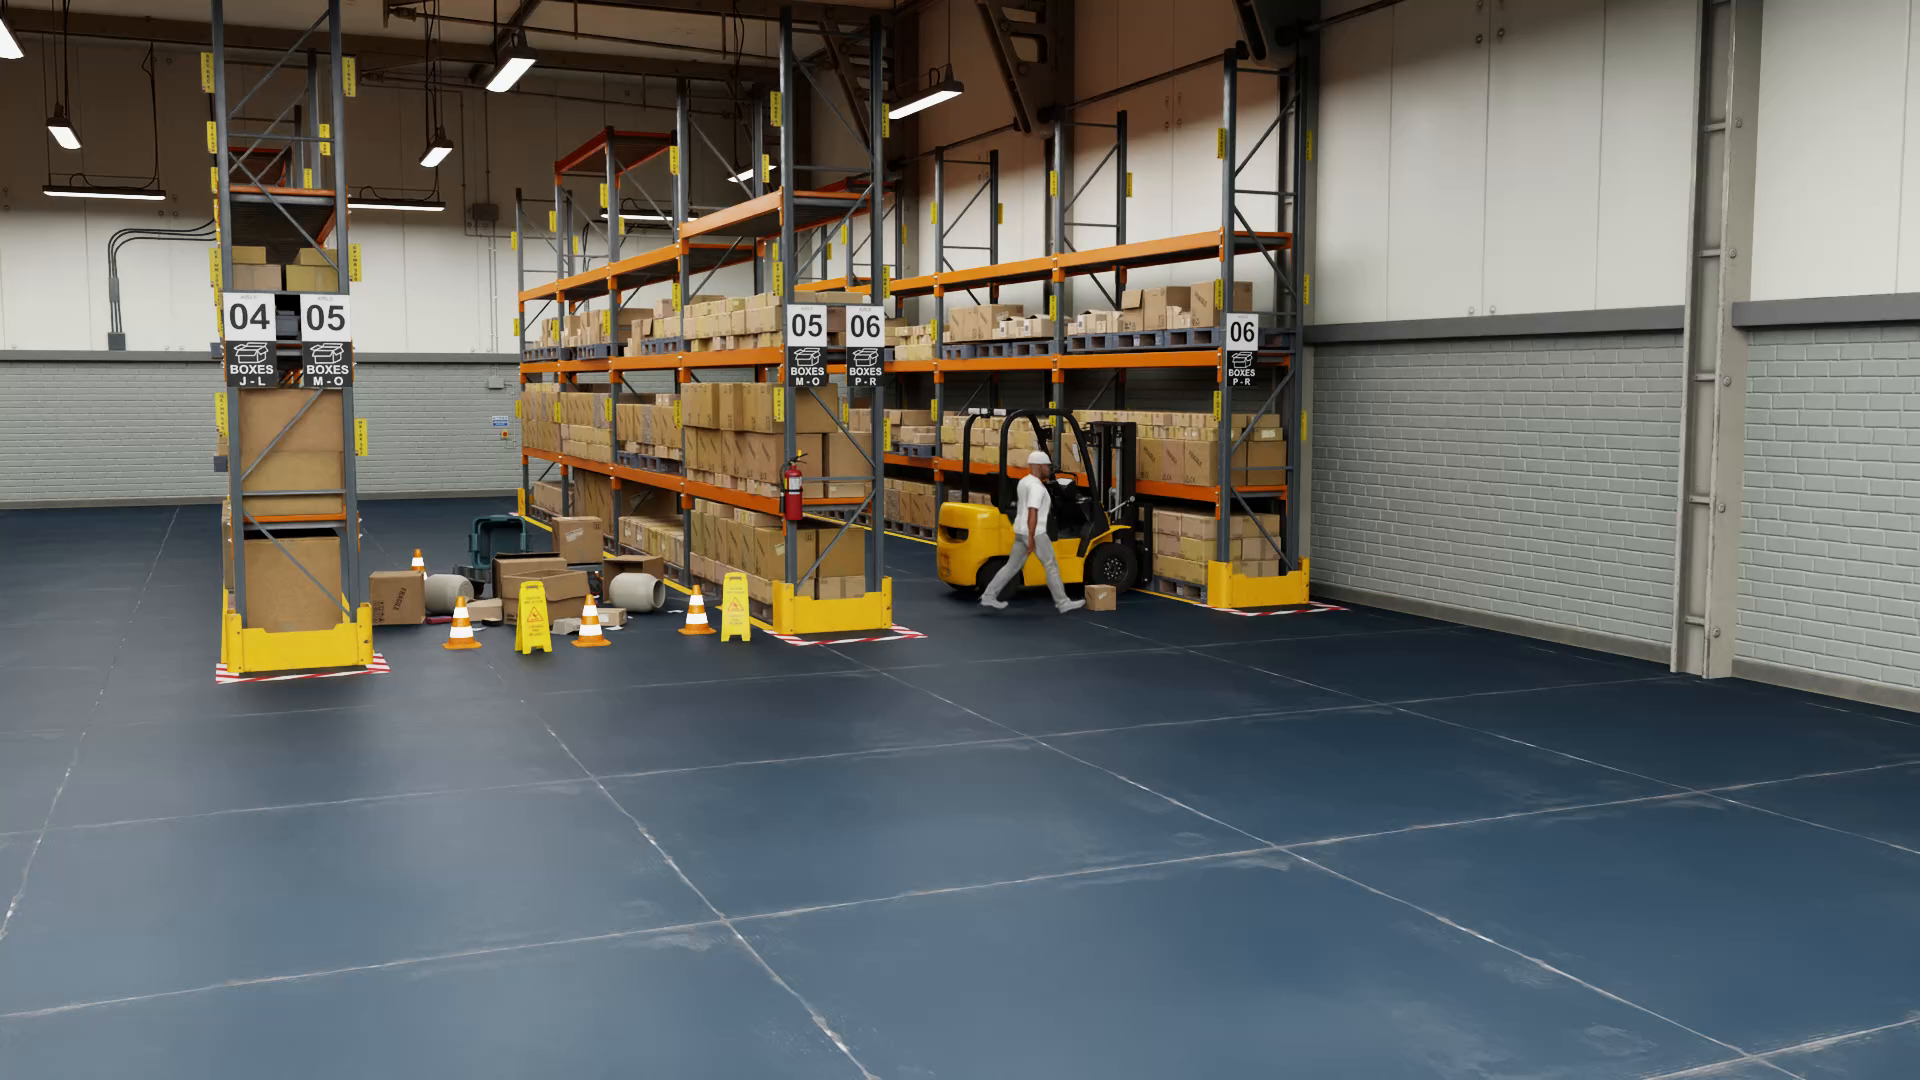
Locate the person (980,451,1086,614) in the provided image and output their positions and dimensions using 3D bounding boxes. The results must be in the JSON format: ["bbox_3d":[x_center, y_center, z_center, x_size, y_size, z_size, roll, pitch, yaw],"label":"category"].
[{"bbox_3d":[0.780,-0.079,17.601,1.091,1.719,0.596,-2,6,-18],"label":"person"}]
